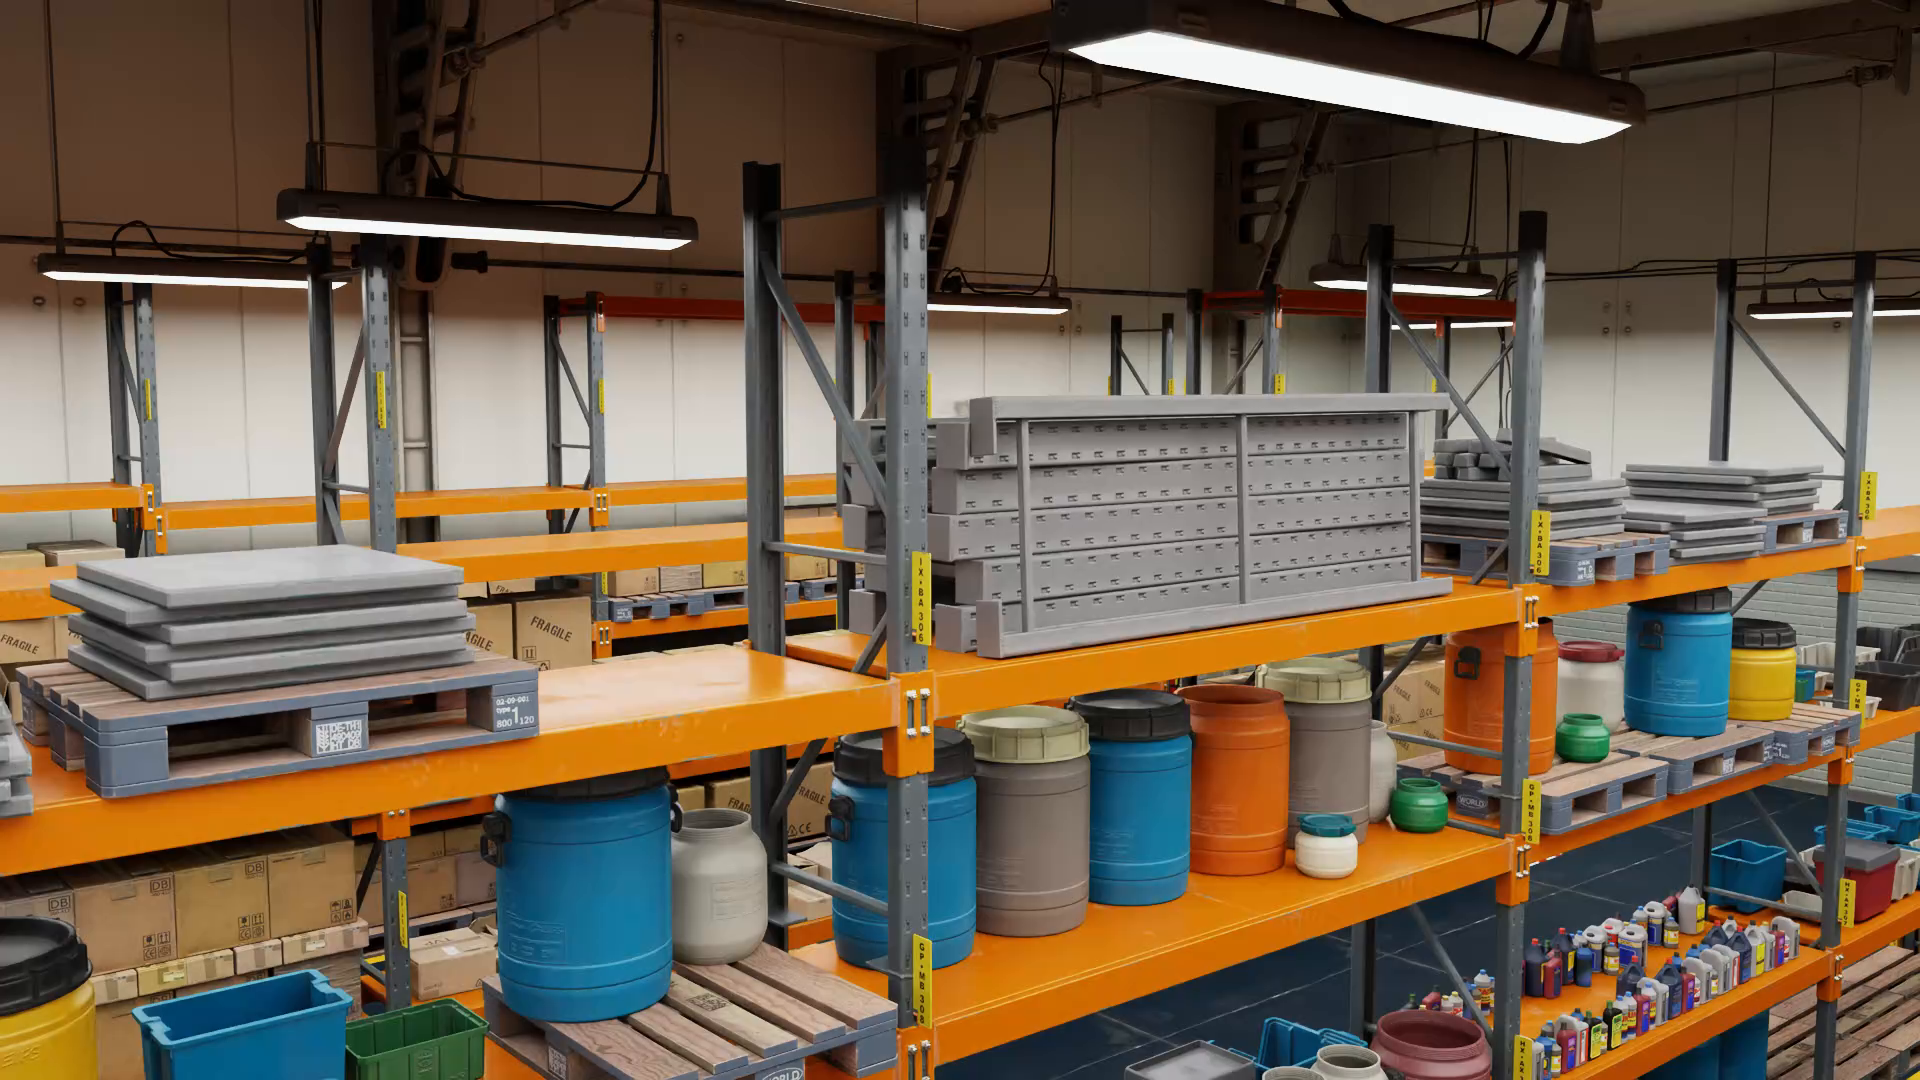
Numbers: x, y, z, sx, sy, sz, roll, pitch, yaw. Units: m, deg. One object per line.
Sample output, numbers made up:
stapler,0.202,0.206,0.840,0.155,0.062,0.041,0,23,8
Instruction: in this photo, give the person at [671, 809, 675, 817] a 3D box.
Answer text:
person,-2.628,2.936,15.169,0.743,1.586,0.586,-4,7,-33
